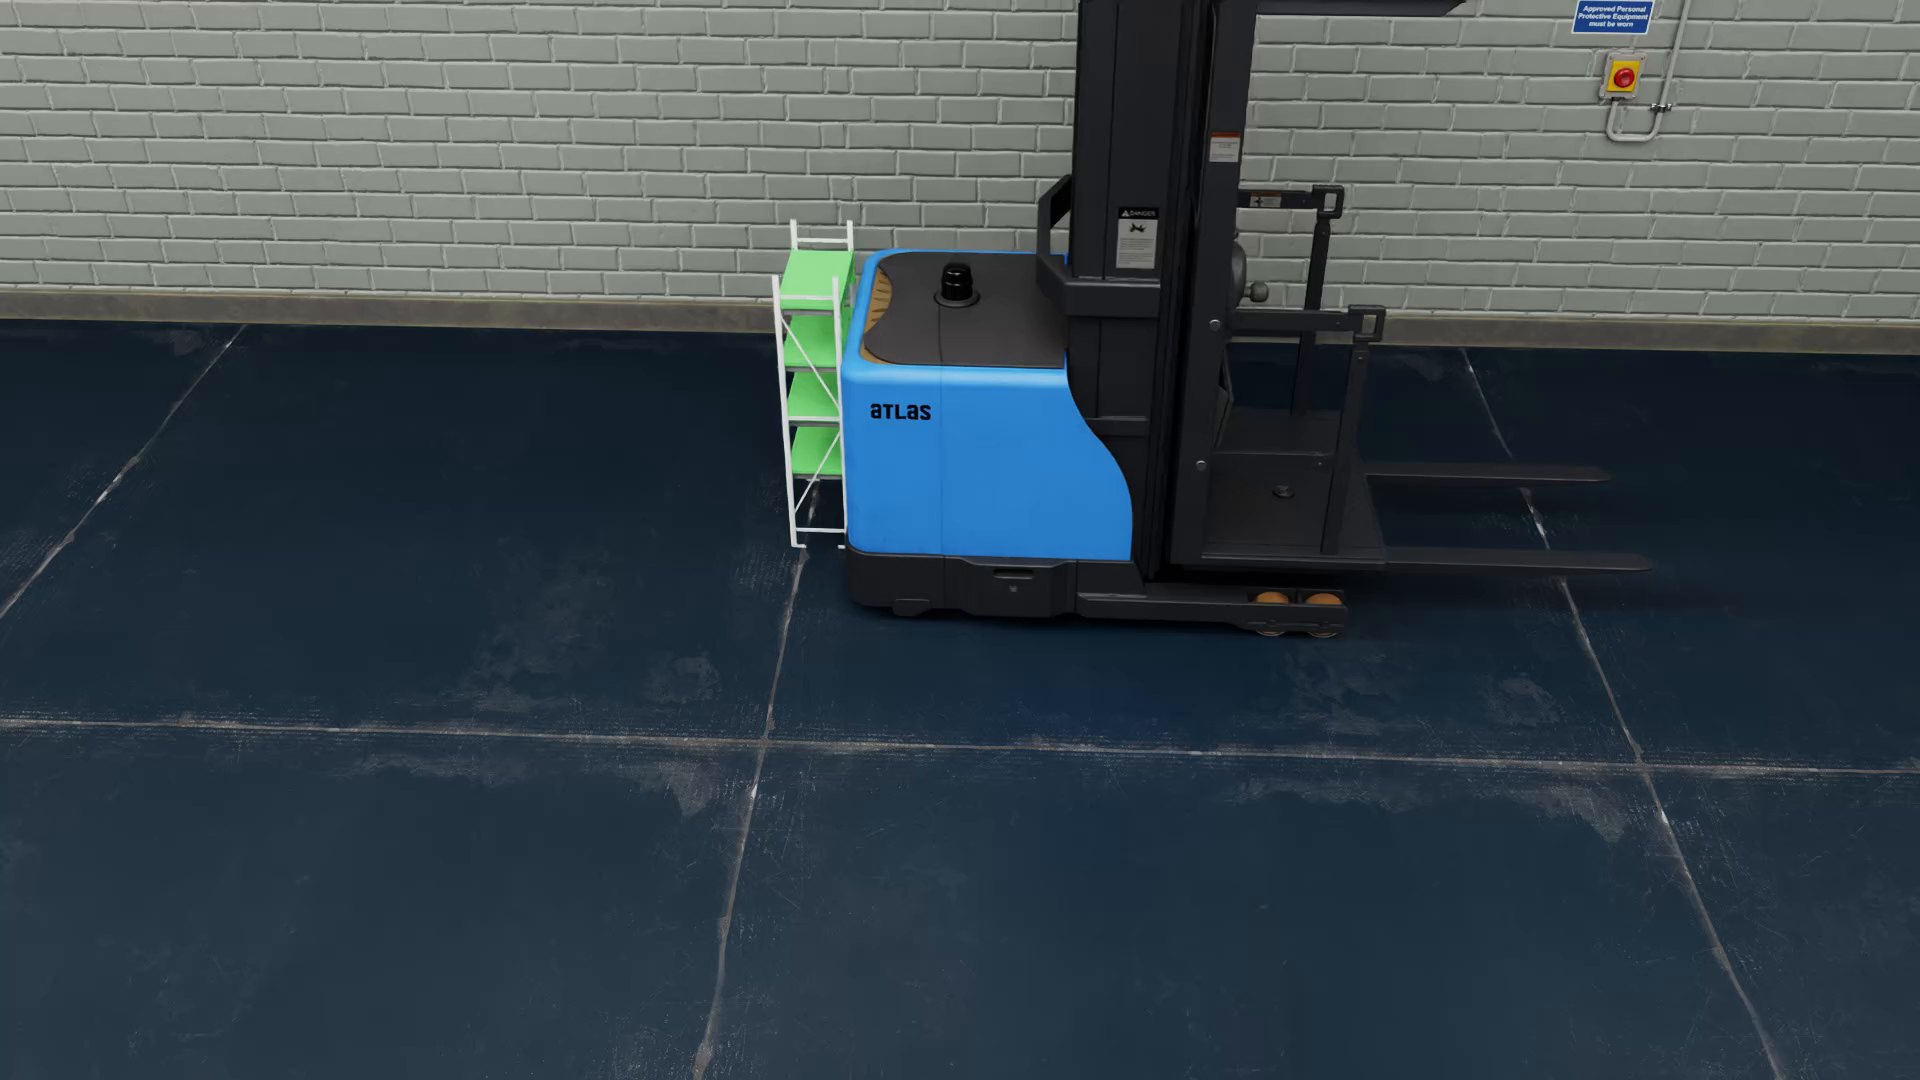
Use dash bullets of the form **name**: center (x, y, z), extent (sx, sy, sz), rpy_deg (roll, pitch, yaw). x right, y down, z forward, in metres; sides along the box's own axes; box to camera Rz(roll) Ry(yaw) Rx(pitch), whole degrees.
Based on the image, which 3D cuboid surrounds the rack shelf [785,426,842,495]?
- **rack shelf**: center (-0.547, -0.354, 6.739), extent (0.258, 0.148, 0.480), rpy_deg (2, 35, 2)

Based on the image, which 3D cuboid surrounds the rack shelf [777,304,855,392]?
- **rack shelf**: center (-0.547, -0.747, 6.463), extent (0.258, 0.148, 0.480), rpy_deg (2, 35, 2)

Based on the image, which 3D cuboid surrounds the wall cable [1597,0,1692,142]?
- **wall cable**: center (2.864, -2.568, 6.884), extent (0.585, 1.953, 0.123), rpy_deg (1, 35, 2)

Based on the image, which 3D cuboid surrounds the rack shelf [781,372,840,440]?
- **rack shelf**: center (-0.547, -0.550, 6.601), extent (0.258, 0.148, 0.480), rpy_deg (2, 35, 2)

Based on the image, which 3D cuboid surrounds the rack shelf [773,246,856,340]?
- **rack shelf**: center (-0.547, -0.943, 6.325), extent (0.258, 0.148, 0.480), rpy_deg (2, 35, 2)

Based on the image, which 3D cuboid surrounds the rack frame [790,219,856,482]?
- **rack frame**: center (-0.535, -0.743, 6.763), extent (0.240, 1.200, 0.015), rpy_deg (2, 35, 2)

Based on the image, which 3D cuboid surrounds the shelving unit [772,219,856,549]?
- **shelving unit**: center (-0.547, -0.603, 6.564), extent (0.258, 1.200, 0.503), rpy_deg (2, 35, 2)

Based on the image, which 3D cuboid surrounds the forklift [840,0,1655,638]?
- **forklift**: center (1.103, -1.149, 5.835), extent (3.031, 2.935, 1.130), rpy_deg (2, 35, 2)

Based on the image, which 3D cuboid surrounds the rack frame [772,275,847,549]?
- **rack frame**: center (-0.560, -0.463, 6.364), extent (0.240, 1.200, 0.015), rpy_deg (2, 35, 2)

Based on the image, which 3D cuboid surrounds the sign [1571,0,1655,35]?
- **sign**: center (2.818, -2.286, 7.159), extent (0.327, 0.218, 0.001), rpy_deg (1, 35, 2)
